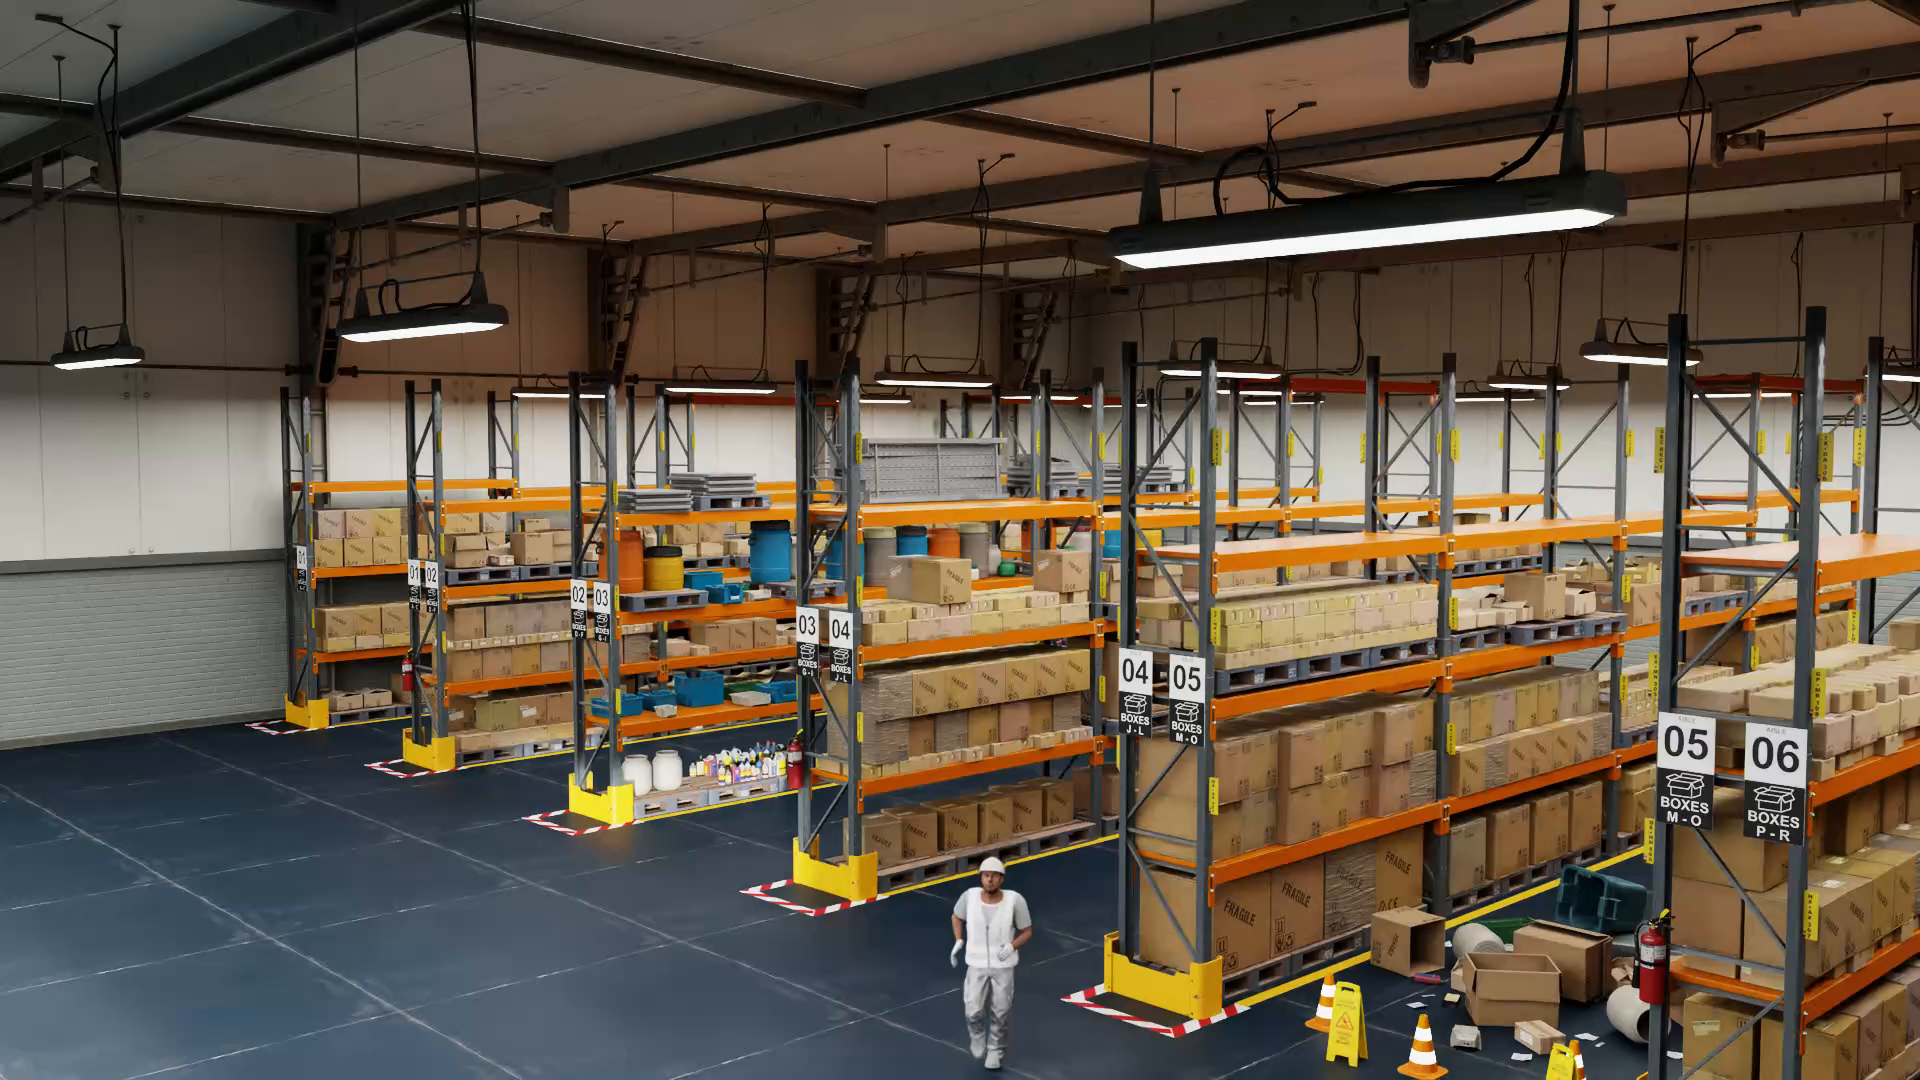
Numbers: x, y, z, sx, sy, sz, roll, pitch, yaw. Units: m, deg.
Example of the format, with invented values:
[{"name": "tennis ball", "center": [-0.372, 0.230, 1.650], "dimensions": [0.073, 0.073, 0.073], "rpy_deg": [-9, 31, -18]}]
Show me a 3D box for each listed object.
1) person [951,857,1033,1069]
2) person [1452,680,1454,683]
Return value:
[{"name": "person", "center": [0.241, 3.428, 13.398], "dimensions": [0.679, 1.735, 0.592], "rpy_deg": [0, 4, 7]}, {"name": "person", "center": [7.171, 2.796, 24.592], "dimensions": [0.517, 1.608, 0.639], "rpy_deg": [4, 5, 44]}]
